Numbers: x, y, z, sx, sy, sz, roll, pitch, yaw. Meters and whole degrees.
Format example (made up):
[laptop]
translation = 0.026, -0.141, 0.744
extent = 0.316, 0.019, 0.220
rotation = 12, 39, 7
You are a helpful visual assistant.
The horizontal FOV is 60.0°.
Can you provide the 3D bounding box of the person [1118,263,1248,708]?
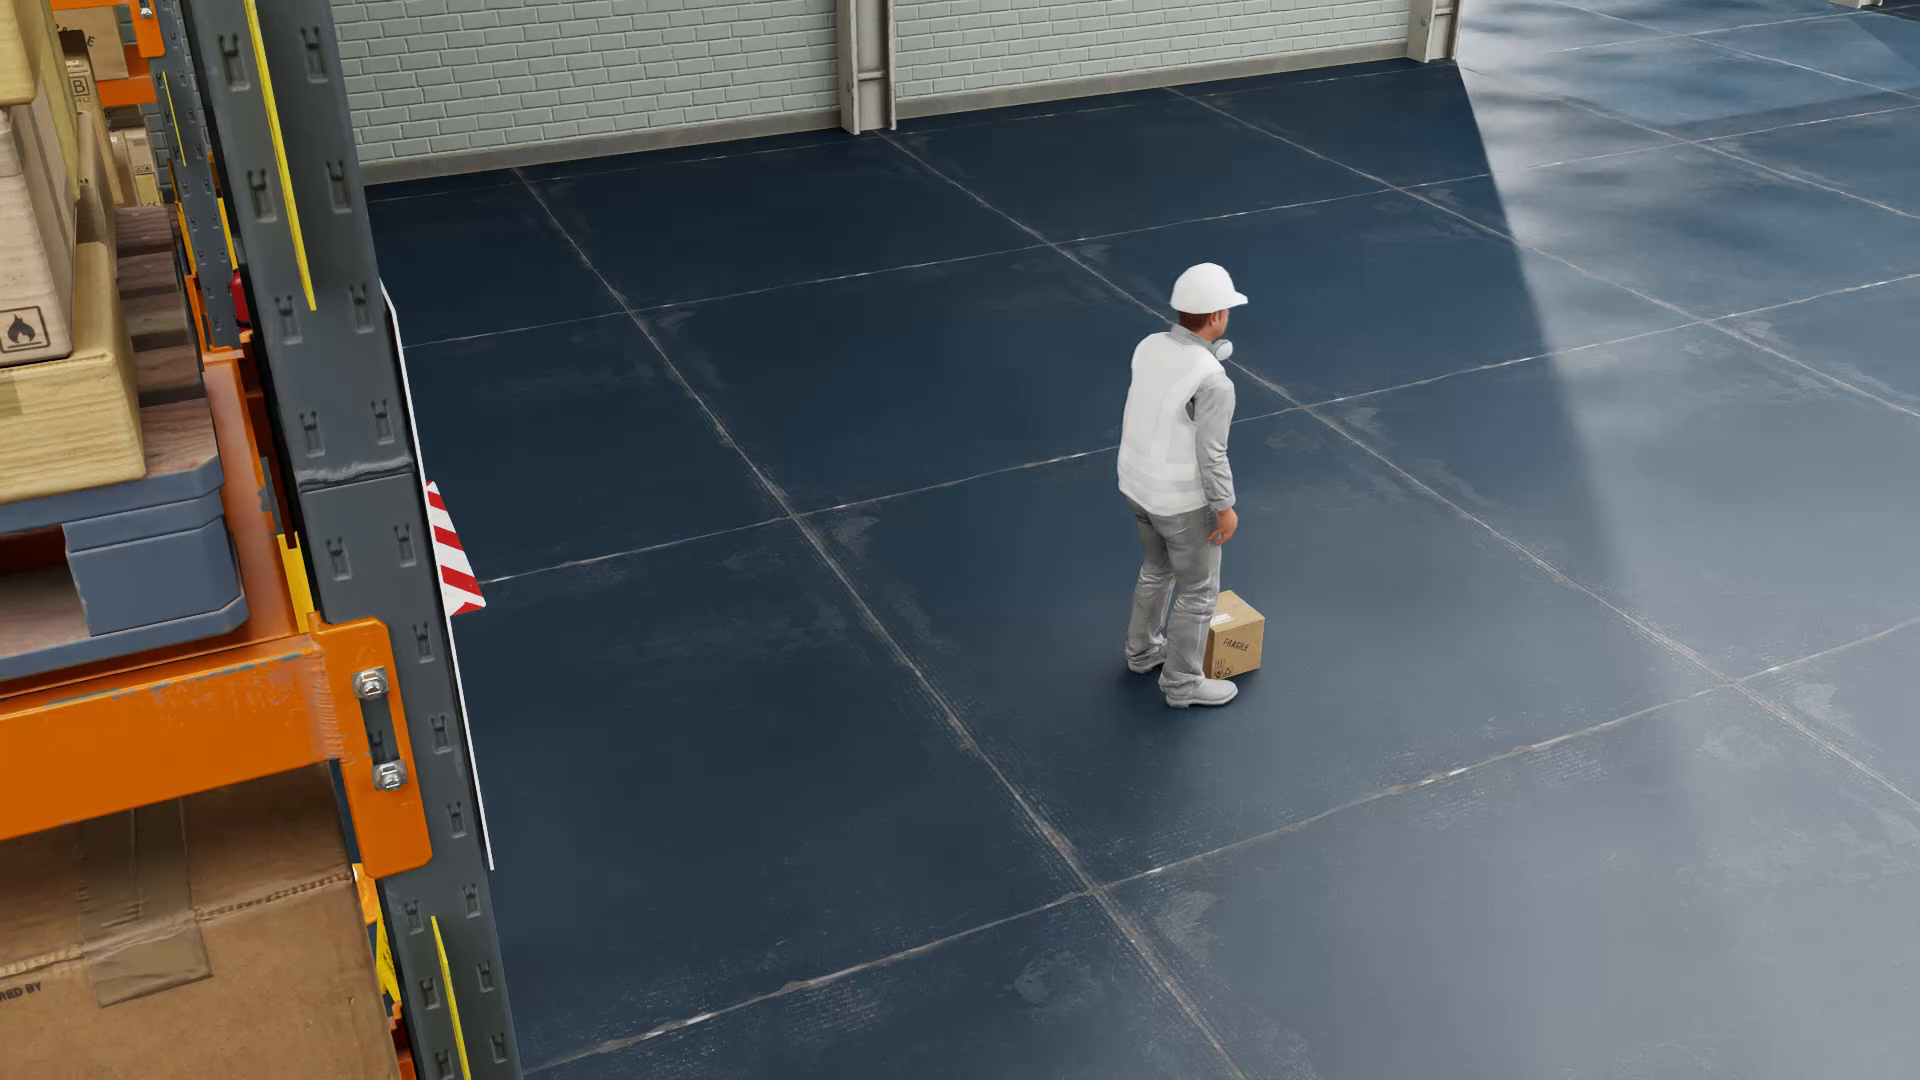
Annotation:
[person]
translation = 0.858, -0.210, 6.474
extent = 0.462, 1.772, 0.589
rotation = -14, 32, -23
